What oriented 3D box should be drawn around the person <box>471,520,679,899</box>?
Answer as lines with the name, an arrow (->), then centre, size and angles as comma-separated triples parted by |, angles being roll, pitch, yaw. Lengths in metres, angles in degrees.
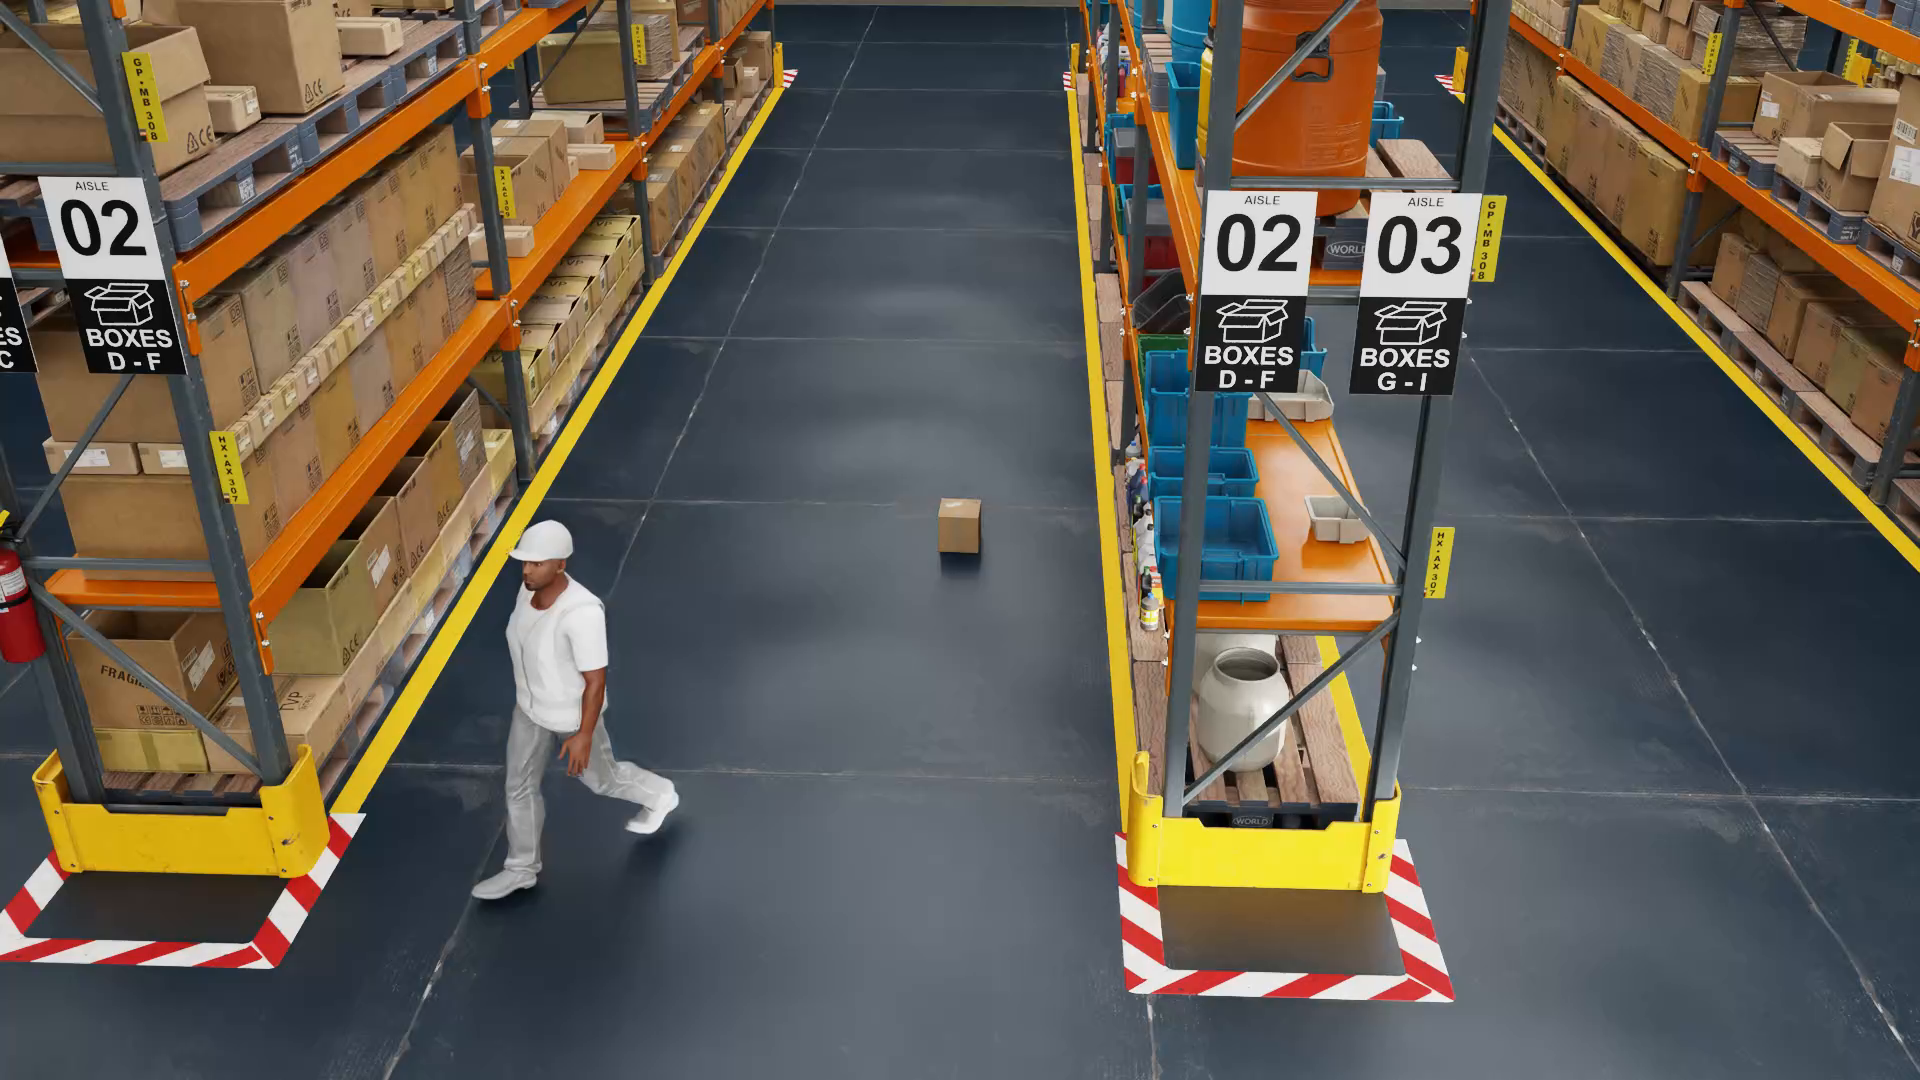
person -> -1.726, 0.724, 7.229 | 0.600, 1.731, 1.014 | 21, 35, 35
